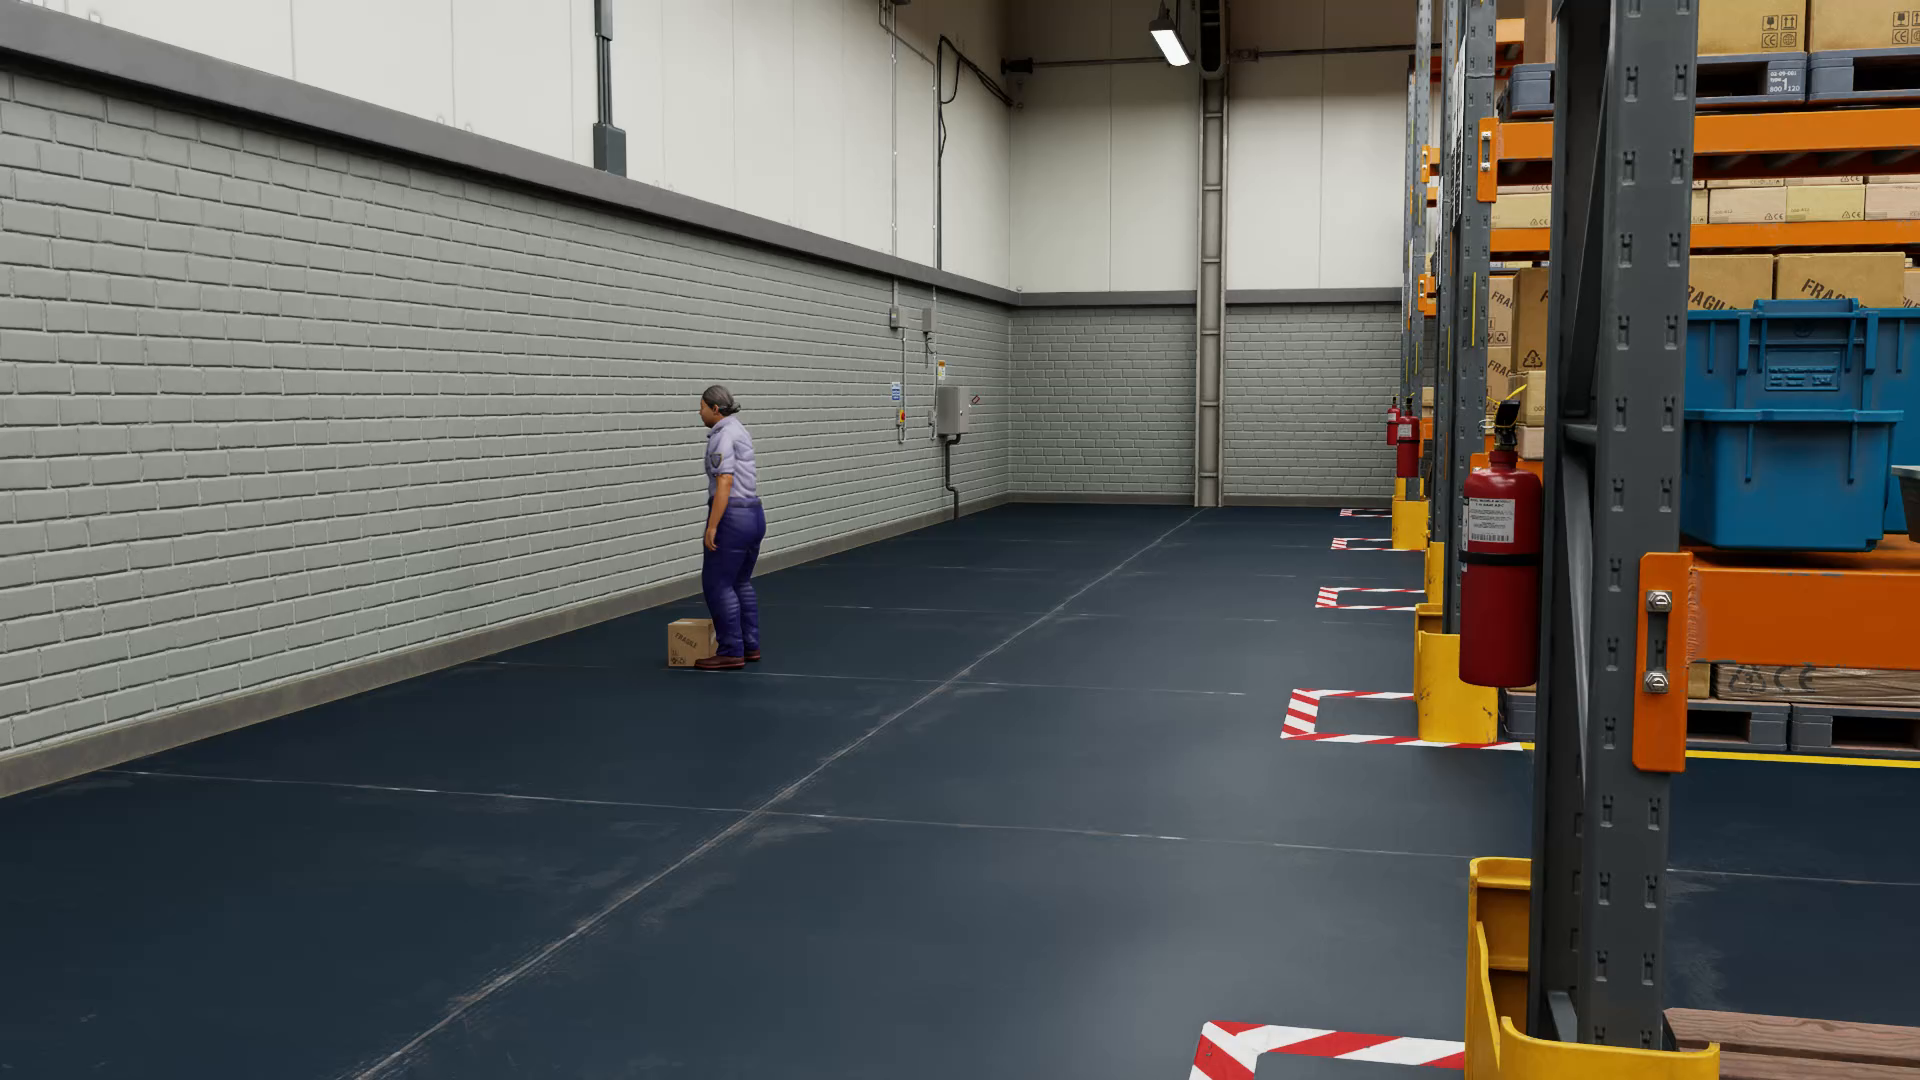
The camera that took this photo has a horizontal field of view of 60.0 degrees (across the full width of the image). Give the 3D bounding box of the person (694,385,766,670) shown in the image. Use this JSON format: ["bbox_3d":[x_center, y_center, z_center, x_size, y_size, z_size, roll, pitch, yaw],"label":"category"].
[{"bbox_3d":[-1.364,-0.083,9.780,0.335,1.653,0.563,1,5,11],"label":"person"}]
